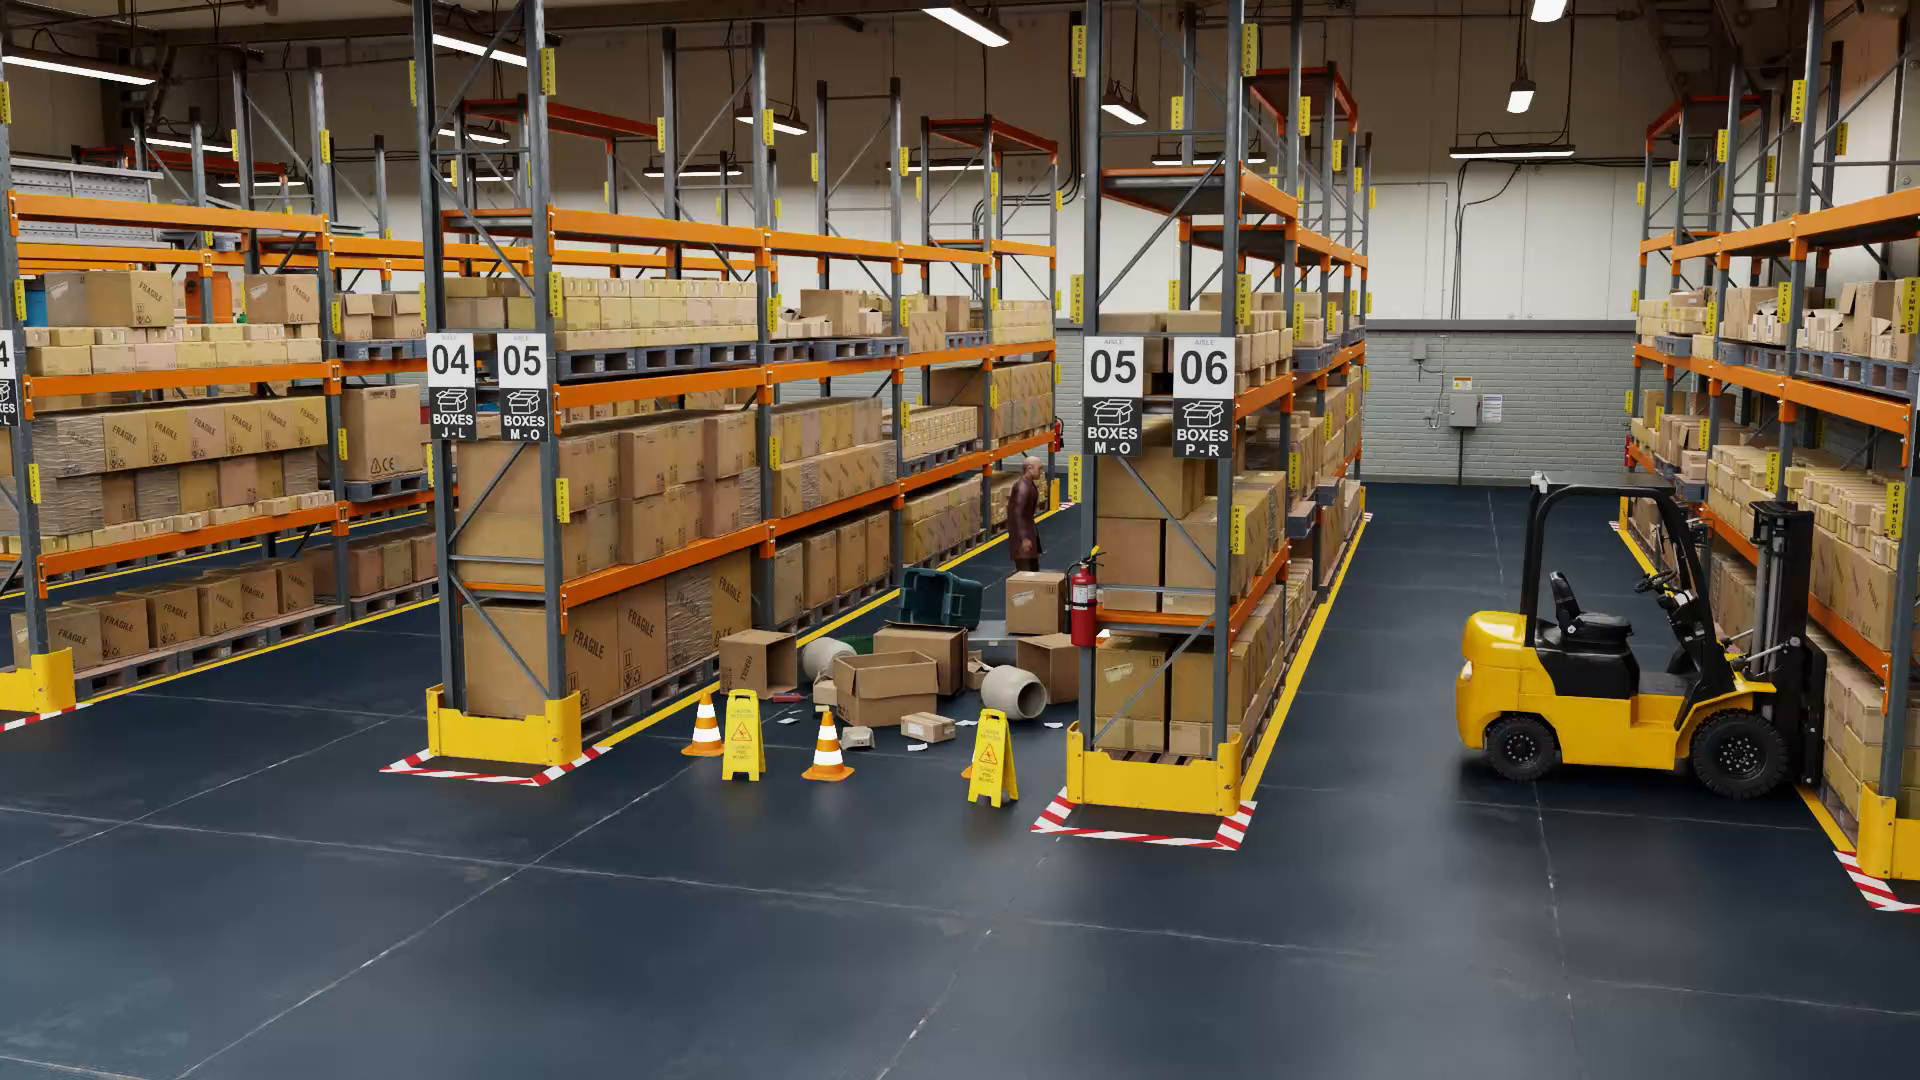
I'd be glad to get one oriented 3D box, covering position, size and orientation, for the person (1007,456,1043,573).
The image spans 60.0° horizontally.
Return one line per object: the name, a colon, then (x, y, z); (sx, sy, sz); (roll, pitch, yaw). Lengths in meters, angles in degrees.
person: (0.728, -0.025, 18.059); (0.427, 1.773, 0.651); (2, 8, 13)
